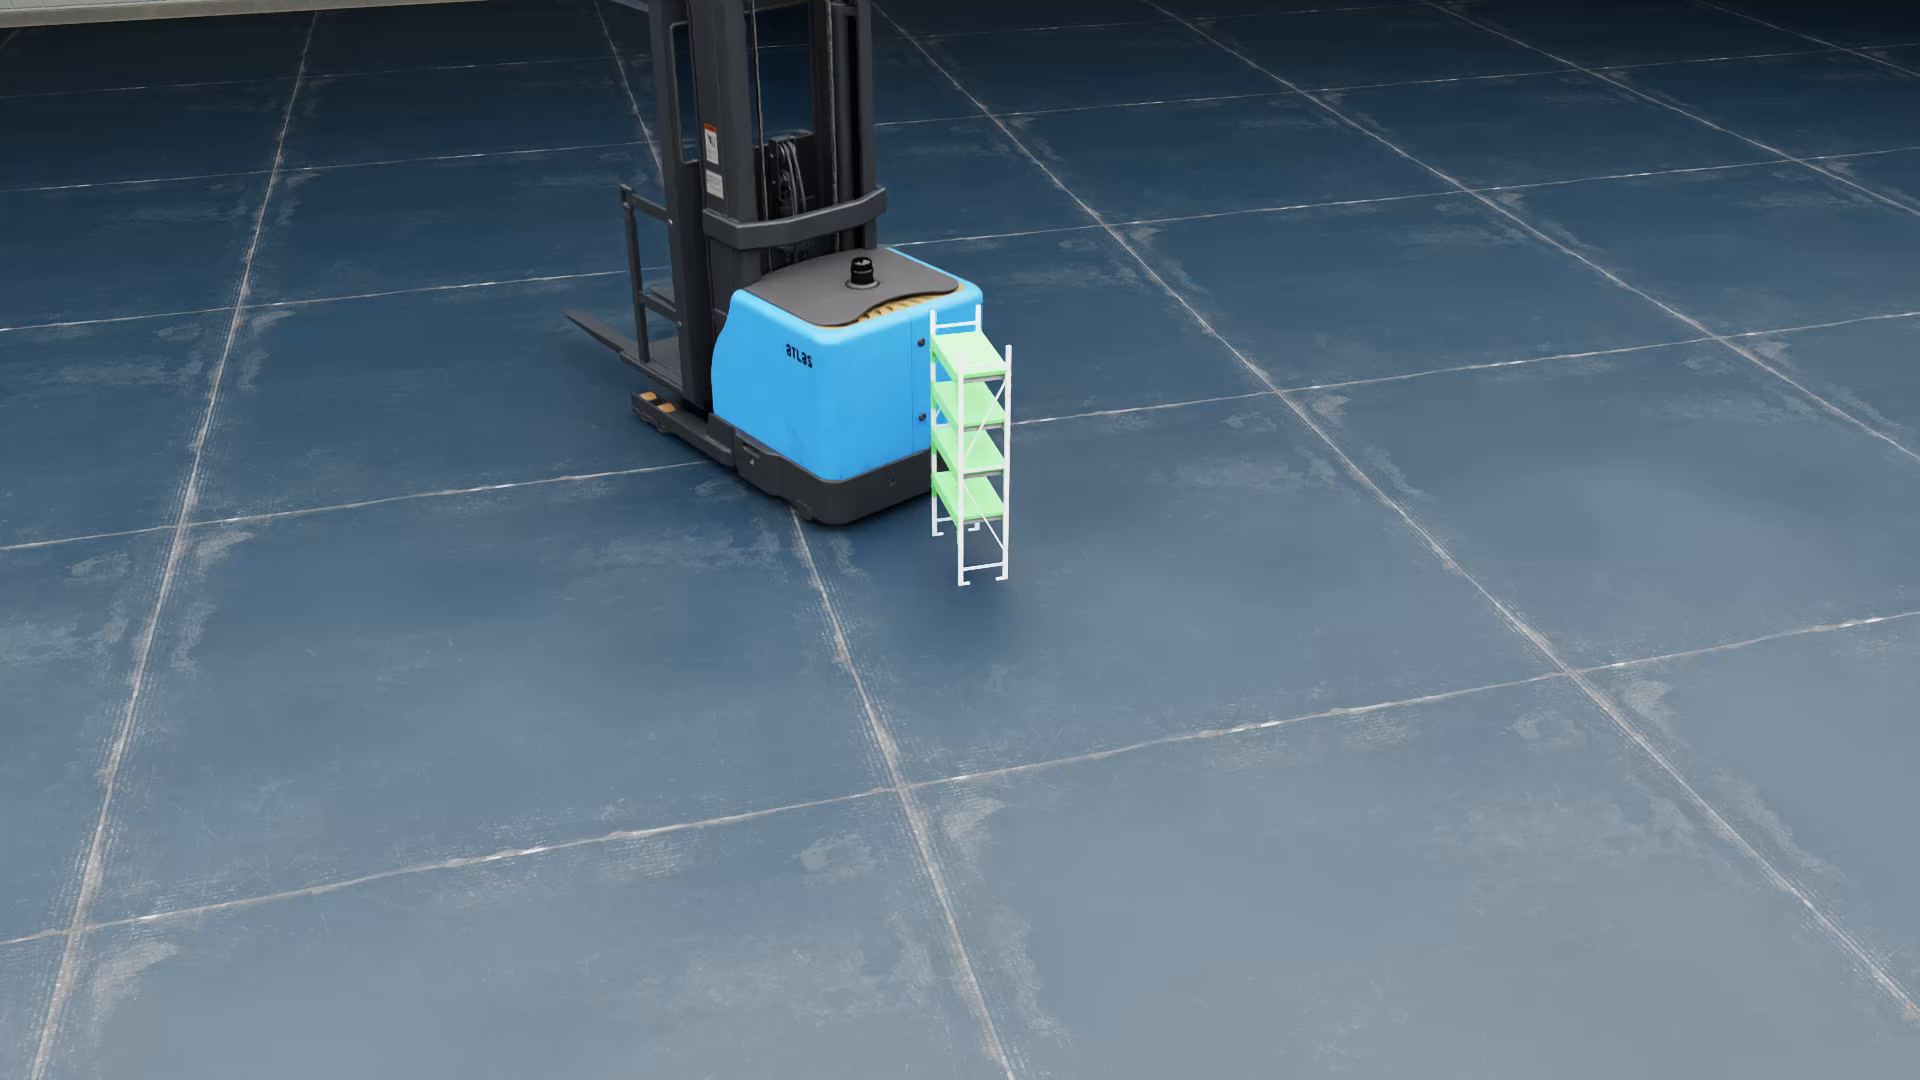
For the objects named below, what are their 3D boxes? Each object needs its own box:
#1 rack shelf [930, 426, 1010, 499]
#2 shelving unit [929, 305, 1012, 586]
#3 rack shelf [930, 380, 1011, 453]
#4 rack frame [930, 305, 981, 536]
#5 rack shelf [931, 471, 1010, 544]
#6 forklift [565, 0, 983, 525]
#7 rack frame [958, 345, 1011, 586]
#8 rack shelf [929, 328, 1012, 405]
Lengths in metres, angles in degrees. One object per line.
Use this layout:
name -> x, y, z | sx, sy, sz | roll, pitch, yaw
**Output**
rack shelf -> 0.044, -0.384, 7.843 | 0.258, 0.148, 0.480 | -8, 31, -13
shelving unit -> 0.044, -0.439, 7.811 | 0.258, 1.200, 0.503 | -8, 31, -13
rack shelf -> 0.044, -0.592, 7.723 | 0.258, 0.148, 0.480 | -8, 31, -13
rack frame -> -0.021, -0.557, 8.015 | 0.240, 1.200, 0.015 | -8, 31, -13
rack shelf -> 0.044, -0.176, 7.964 | 0.258, 0.148, 0.480 | -8, 31, -13
forklift -> -1.203, -2.009, 8.795 | 1.130, 2.935, 3.031 | -23, 37, -34
rack frame -> 0.109, -0.321, 7.608 | 0.240, 1.200, 0.015 | -8, 31, -13
rack shelf -> 0.044, -0.799, 7.603 | 0.258, 0.148, 0.480 | -8, 31, -13
